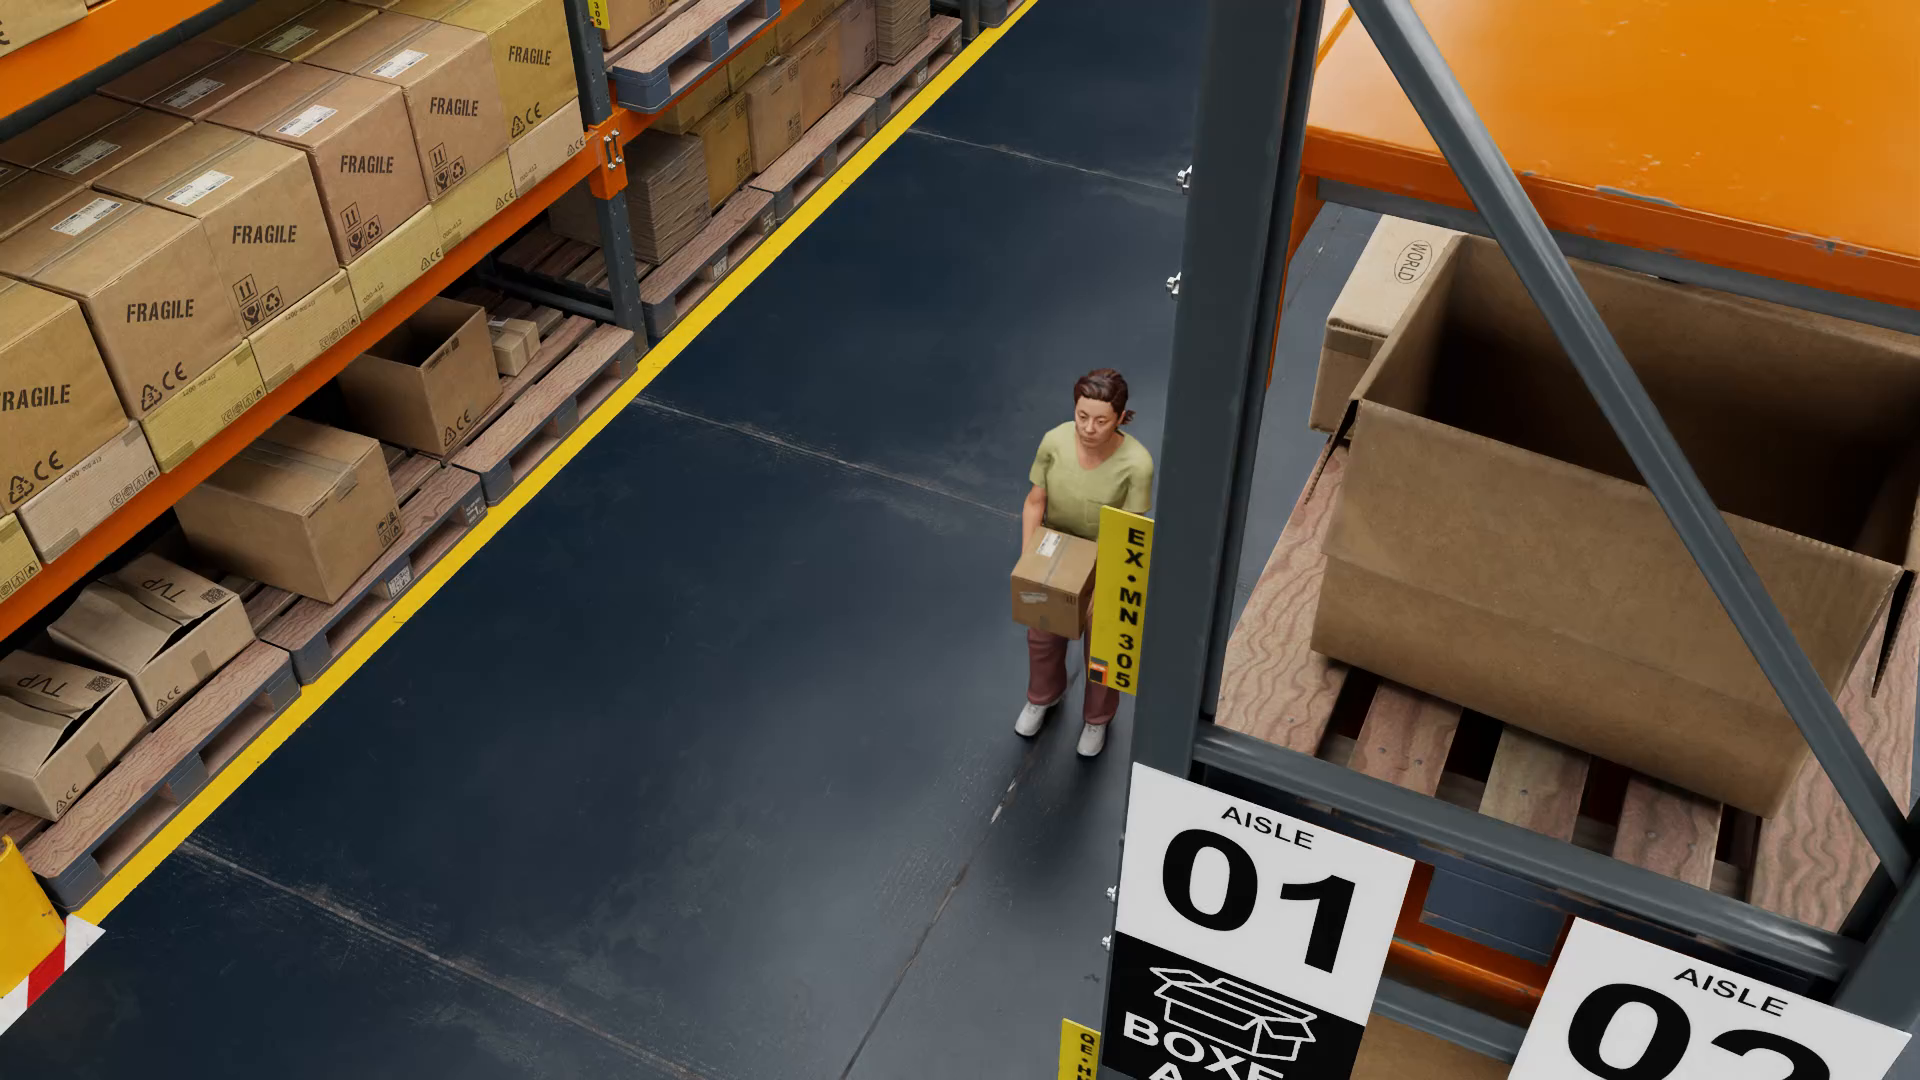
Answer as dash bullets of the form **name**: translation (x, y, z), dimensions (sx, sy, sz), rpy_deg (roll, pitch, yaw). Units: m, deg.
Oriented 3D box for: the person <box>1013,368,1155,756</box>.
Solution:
- **person**: translation (0.430, 0.123, 6.024), dimensions (0.459, 1.674, 0.499), rpy_deg (17, 45, 18)
